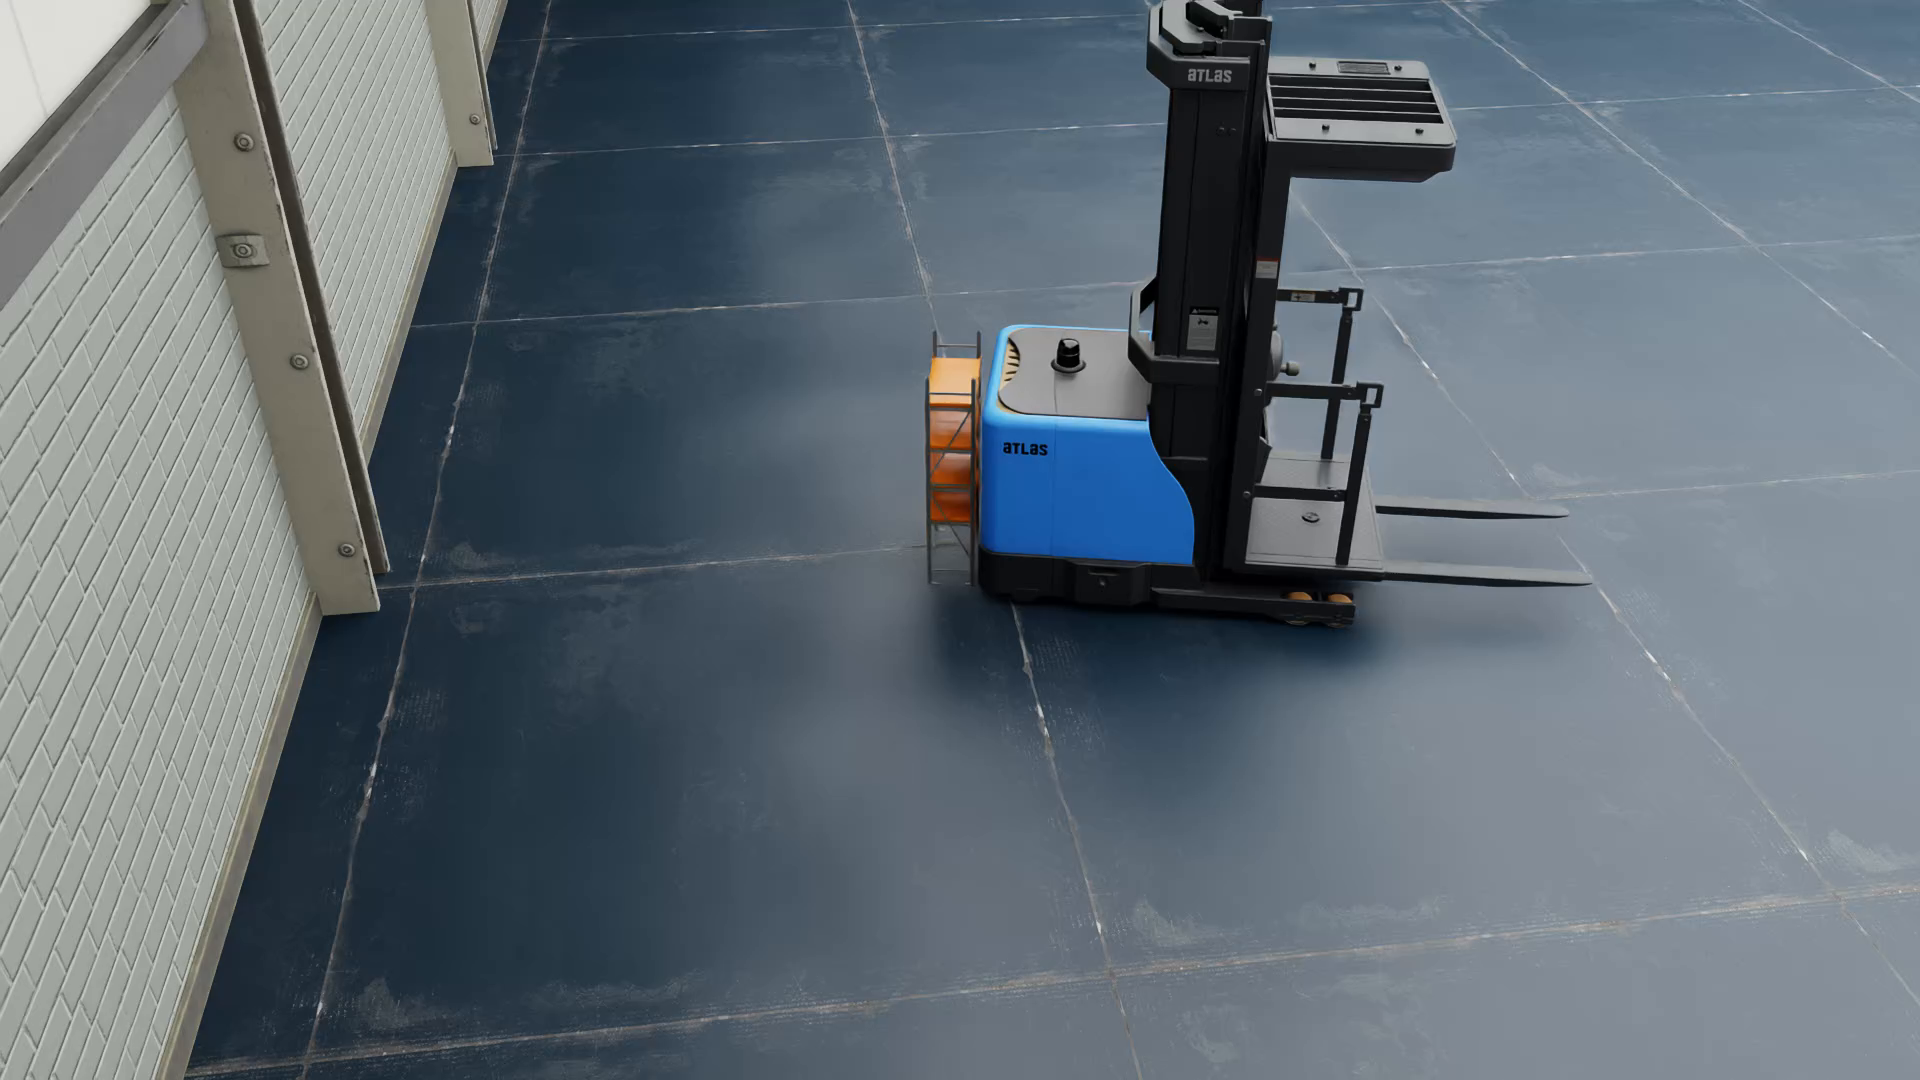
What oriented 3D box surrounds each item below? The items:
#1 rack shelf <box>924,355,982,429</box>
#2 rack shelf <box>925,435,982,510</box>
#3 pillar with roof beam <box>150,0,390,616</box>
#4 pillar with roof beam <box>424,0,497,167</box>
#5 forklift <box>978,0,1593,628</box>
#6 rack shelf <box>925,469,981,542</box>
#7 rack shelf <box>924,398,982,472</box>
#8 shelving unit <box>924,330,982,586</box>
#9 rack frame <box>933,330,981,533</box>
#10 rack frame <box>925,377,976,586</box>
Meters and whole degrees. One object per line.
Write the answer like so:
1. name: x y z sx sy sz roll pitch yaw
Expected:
1. rack shelf: -0.030 -0.730 8.187 0.258 0.148 0.480 2 34 3
2. rack shelf: -0.030 -0.350 8.446 0.258 0.148 0.480 2 34 3
3. pillar with roof beam: 1.165 -3.787 6.444 9.100 9.000 0.400 -4 35 -6
4. pillar with roof beam: 0.359 -7.135 11.357 9.100 9.000 0.400 -4 35 -6
5. forklift: 1.642 -1.093 7.880 3.031 2.935 1.130 3 34 5
6. rack shelf: -0.030 -0.186 8.558 0.258 0.148 0.480 2 34 3
7. rack shelf: -0.030 -0.535 8.320 0.258 0.148 0.480 2 34 3
8. shelving unit: -0.030 -0.405 8.408 0.258 1.200 0.503 2 34 3
9. rack frame: -0.016 -0.542 8.609 0.240 1.200 0.015 2 34 3
10. rack frame: -0.045 -0.268 8.207 0.240 1.200 0.015 2 34 3
